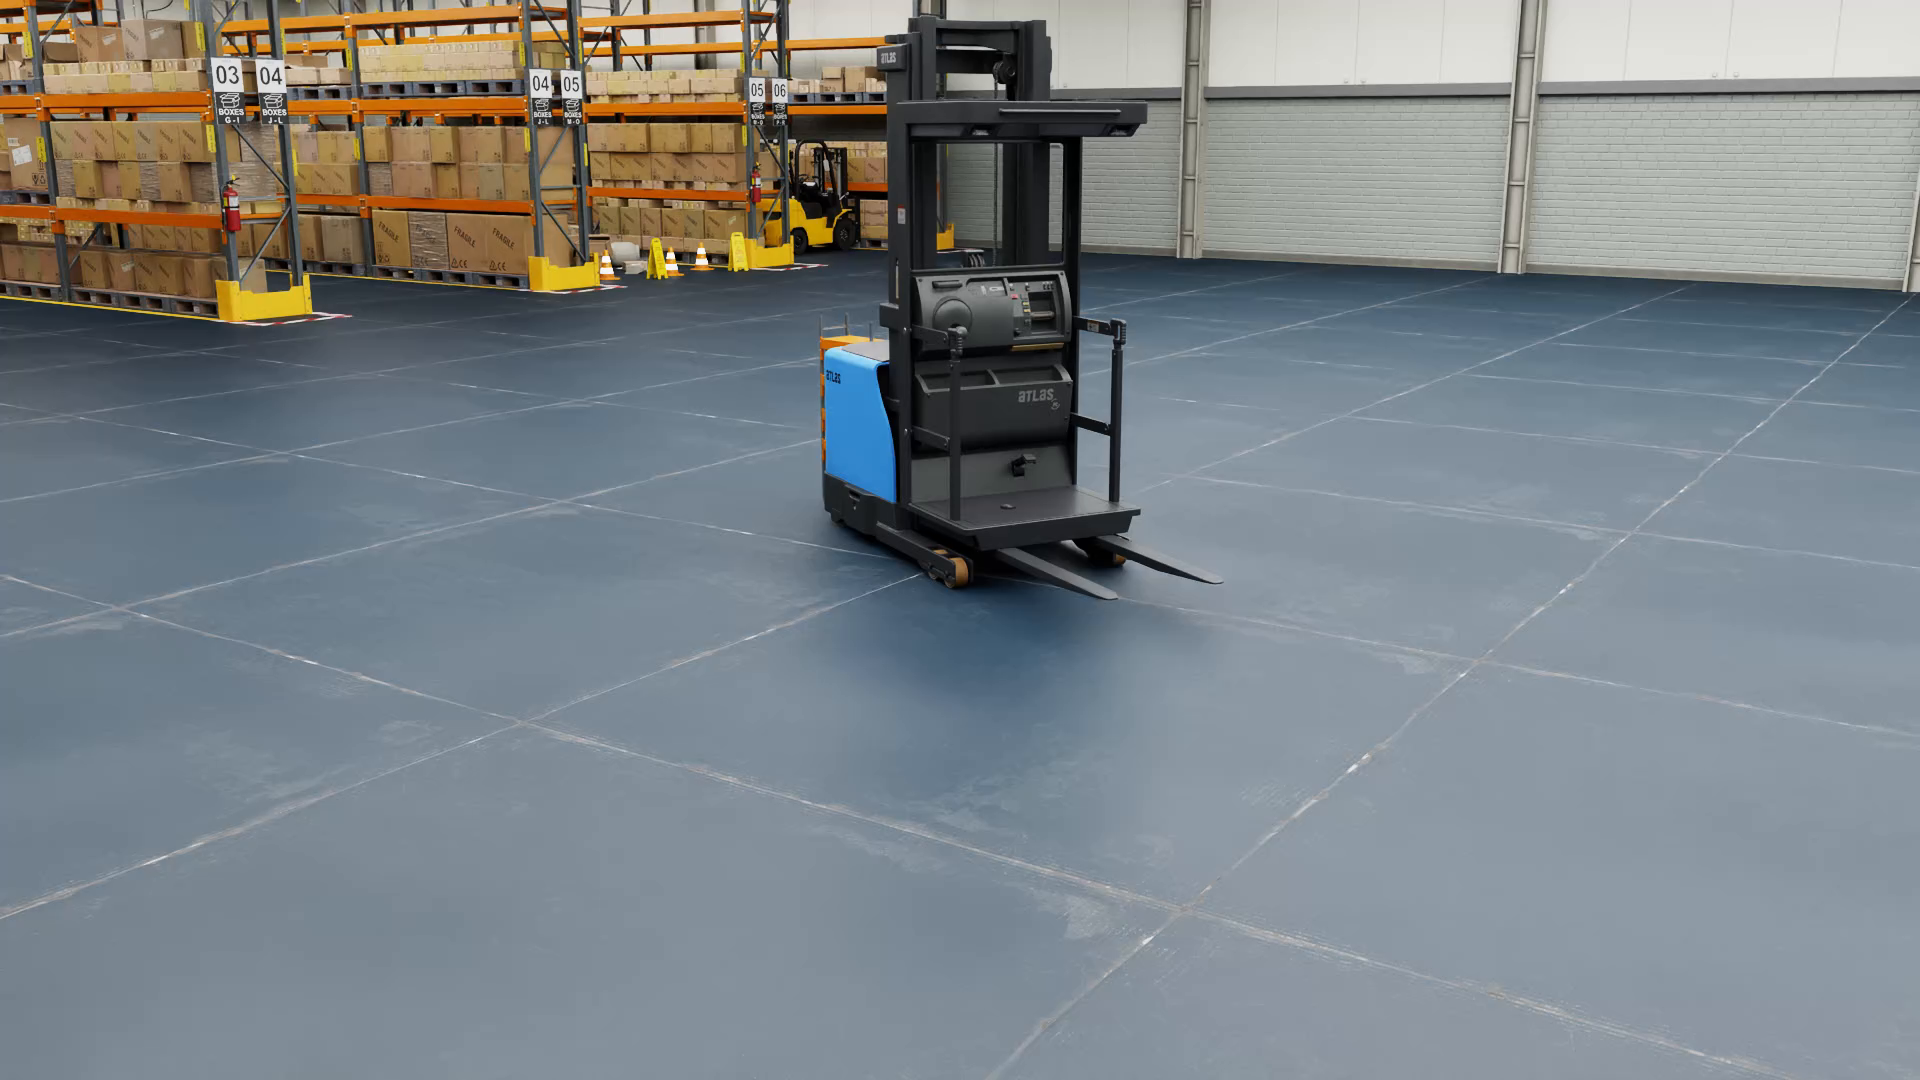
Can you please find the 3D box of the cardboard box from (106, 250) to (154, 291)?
[{"bbox_3d":[-11.418,-3.720,22.936,0.500,0.500,0.500,-11,17,-36],"label":"cardboard box"}]

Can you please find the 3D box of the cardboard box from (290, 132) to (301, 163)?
[{"bbox_3d":[-11.035,-6.646,28.138,0.500,0.500,0.700,9,17,32],"label":"cardboard box"}]

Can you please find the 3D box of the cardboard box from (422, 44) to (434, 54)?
[{"bbox_3d":[-7.980,-7.495,25.396,0.250,0.149,0.380,9,17,33],"label":"cardboard box"}]

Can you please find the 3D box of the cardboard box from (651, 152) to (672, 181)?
[{"bbox_3d":[-5.197,-6.724,29.918,0.500,0.500,0.500,9,17,33],"label":"cardboard box"}]

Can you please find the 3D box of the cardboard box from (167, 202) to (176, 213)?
[{"bbox_3d":[-10.066,-4.340,21.638,0.250,0.149,0.380,9,17,33],"label":"cardboard box"}]

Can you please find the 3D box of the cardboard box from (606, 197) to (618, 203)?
[{"bbox_3d":[-7.779,-7.690,37.624,0.250,0.149,0.380,8,16,30],"label":"cardboard box"}]

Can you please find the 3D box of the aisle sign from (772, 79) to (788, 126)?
[{"bbox_3d":[-3.132,-7.621,28.958,0.004,0.787,0.394,9,17,33],"label":"aisle sign"}]

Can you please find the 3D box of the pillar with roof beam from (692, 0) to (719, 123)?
[{"bbox_3d":[-8.046,-10.428,33.220,0.400,9.000,9.100,9,17,33],"label":"pillar with roof beam"}]

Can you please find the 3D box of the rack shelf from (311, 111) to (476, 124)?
[{"bbox_3d":[-11.655,-8.754,34.198,4.000,0.370,1.077,9,17,33],"label":"rack shelf"}]

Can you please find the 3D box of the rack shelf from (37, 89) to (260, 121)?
[{"bbox_3d":[-10.547,-5.705,21.882,4.000,0.370,1.077,9,17,33],"label":"rack shelf"}]

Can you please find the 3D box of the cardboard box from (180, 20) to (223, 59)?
[{"bbox_3d":[-9.969,-6.475,21.626,0.500,0.500,0.500,9,17,33],"label":"cardboard box"}]

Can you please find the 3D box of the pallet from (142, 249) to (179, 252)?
[{"bbox_3d":[-14.330,-5.294,30.768,1.213,0.211,1.003,9,17,33],"label":"pallet"}]

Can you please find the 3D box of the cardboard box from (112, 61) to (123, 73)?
[{"bbox_3d":[-10.773,-6.143,21.637,0.250,0.149,0.380,10,17,34],"label":"cardboard box"}]

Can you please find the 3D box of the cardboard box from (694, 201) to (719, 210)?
[{"bbox_3d":[-4.509,-5.945,29.535,0.250,0.149,0.380,10,17,34],"label":"cardboard box"}]

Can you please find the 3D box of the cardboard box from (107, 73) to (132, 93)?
[{"bbox_3d":[-10.686,-5.930,21.608,0.500,0.250,0.500,9,16,32],"label":"cardboard box"}]

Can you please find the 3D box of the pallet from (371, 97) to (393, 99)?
[{"bbox_3d":[-11.488,-8.968,33.960,1.213,0.211,1.003,10,17,35],"label":"pallet"}]

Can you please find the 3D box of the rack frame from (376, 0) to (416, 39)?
[{"bbox_3d":[-13.866,-12.354,41.002,0.127,3.000,1.000,9,17,33],"label":"rack frame"}]

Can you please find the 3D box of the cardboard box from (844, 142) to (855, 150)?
[{"bbox_3d":[-2.120,-7.961,33.564,0.250,0.149,0.380,10,17,34],"label":"cardboard box"}]

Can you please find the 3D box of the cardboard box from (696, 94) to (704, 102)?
[{"bbox_3d":[-4.408,-7.749,29.163,0.250,0.149,0.380,9,17,33],"label":"cardboard box"}]

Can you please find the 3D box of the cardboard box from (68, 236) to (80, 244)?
[{"bbox_3d":[-16.933,-5.793,32.043,0.250,0.149,0.380,9,16,31],"label":"cardboard box"}]

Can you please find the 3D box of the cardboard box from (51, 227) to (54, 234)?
[{"bbox_3d":[-17.482,-6.048,32.451,0.250,0.149,0.380,8,16,30],"label":"cardboard box"}]

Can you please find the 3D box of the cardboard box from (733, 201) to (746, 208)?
[{"bbox_3d":[-4.348,-6.951,35.730,0.625,0.625,0.875,10,17,35],"label":"cardboard box"}]

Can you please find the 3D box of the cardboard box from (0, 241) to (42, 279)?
[{"bbox_3d":[-14.017,-4.171,24.715,0.500,0.500,0.700,11,18,37],"label":"cardboard box"}]

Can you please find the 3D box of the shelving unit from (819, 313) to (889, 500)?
[{"bbox_3d":[-0.639,-0.823,10.651,0.258,1.200,0.503,-13,19,-43],"label":"shelving unit"}]

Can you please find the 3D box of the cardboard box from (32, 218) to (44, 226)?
[{"bbox_3d":[-17.964,-6.249,32.647,0.250,0.149,0.380,9,17,34],"label":"cardboard box"}]

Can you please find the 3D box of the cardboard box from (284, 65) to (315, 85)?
[{"bbox_3d":[-10.932,-7.698,27.540,0.500,0.311,0.500,8,16,31],"label":"cardboard box"}]

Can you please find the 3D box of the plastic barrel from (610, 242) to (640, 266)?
[{"bbox_3d":[-5.916,-5.031,29.264,0.512,0.421,0.421,-4,14,-16],"label":"plastic barrel"}]

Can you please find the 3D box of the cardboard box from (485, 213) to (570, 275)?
[{"bbox_3d":[-6.635,-4.556,25.532,0.875,0.875,0.875,9,17,33],"label":"cardboard box"}]

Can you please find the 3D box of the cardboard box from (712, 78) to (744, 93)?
[{"bbox_3d":[-3.932,-7.848,28.737,0.500,0.250,0.500,9,16,32],"label":"cardboard box"}]

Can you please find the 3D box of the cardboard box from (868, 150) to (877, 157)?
[{"bbox_3d":[-1.643,-7.761,33.375,0.250,0.149,0.380,9,17,32],"label":"cardboard box"}]

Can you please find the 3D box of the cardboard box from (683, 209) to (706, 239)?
[{"bbox_3d":[-4.602,-5.664,29.749,0.500,0.500,0.500,10,17,35],"label":"cardboard box"}]

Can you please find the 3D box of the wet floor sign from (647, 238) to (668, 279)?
[{"bbox_3d":[-4.907,-4.554,26.875,0.232,0.644,0.267,6,15,23],"label":"wet floor sign"}]

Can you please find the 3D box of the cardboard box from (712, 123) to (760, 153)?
[{"bbox_3d":[-3.903,-7.009,28.988,0.500,0.500,0.700,9,16,31],"label":"cardboard box"}]

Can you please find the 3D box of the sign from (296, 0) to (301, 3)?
[{"bbox_3d":[-13.644,-11.250,34.270,0.005,0.325,0.100,9,17,33],"label":"sign"}]

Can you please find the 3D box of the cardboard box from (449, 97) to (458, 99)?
[{"bbox_3d":[-9.829,-8.637,32.751,0.250,0.149,0.380,9,17,33],"label":"cardboard box"}]

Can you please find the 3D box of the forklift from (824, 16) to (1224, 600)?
[{"bbox_3d":[0.290,-1.289,8.930,1.130,2.935,3.031,-7,16,-27],"label":"forklift"}]

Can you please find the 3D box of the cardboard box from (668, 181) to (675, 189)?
[{"bbox_3d":[-5.044,-6.400,29.959,0.250,0.149,0.380,9,17,33],"label":"cardboard box"}]

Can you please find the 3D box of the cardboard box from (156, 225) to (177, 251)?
[{"bbox_3d":[-14.242,-5.543,30.300,0.500,0.500,0.500,8,16,30],"label":"cardboard box"}]

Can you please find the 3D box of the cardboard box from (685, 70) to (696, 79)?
[{"bbox_3d":[-4.598,-8.165,29.185,0.250,0.149,0.380,9,17,33],"label":"cardboard box"}]

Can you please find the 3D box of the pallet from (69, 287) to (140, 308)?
[{"bbox_3d":[-11.630,-3.430,23.239,1.213,0.211,1.003,9,17,33],"label":"pallet"}]

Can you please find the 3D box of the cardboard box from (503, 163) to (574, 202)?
[{"bbox_3d":[-6.369,-5.419,25.159,0.550,0.550,0.875,9,17,33],"label":"cardboard box"}]

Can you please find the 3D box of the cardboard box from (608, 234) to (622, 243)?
[{"bbox_3d":[-6.337,-5.579,30.965,0.500,0.250,0.500,8,16,30],"label":"cardboard box"}]

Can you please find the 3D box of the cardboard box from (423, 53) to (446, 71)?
[{"bbox_3d":[-7.846,-7.298,25.430,0.500,0.250,0.500,9,17,33],"label":"cardboard box"}]

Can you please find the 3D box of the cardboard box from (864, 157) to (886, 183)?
[{"bbox_3d":[-1.570,-7.430,33.386,0.500,0.500,0.500,10,17,35],"label":"cardboard box"}]

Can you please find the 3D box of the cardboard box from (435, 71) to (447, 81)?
[{"bbox_3d":[-7.766,-7.074,25.354,0.250,0.149,0.380,9,17,33],"label":"cardboard box"}]

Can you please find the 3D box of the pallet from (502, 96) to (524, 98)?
[{"bbox_3d":[-7.991,-8.450,31.863,1.003,0.211,1.213,9,17,33],"label":"pallet"}]

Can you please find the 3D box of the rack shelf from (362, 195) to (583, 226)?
[{"bbox_3d":[-7.695,-5.224,26.183,4.000,0.370,1.077,9,17,33],"label":"rack shelf"}]

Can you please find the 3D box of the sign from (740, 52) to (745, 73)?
[{"bbox_3d":[-3.683,-8.084,28.152,0.005,0.325,0.100,9,17,33],"label":"sign"}]

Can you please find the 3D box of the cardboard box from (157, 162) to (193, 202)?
[{"bbox_3d":[-9.811,-4.645,21.519,0.500,0.500,0.875,9,17,33],"label":"cardboard box"}]

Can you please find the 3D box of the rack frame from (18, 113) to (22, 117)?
[{"bbox_3d":[-19.312,-7.451,33.681,0.127,3.000,1.000,9,17,33],"label":"rack frame"}]

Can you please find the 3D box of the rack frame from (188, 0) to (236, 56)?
[{"bbox_3d":[-16.633,-11.364,37.002,0.127,3.000,1.000,9,17,33],"label":"rack frame"}]
